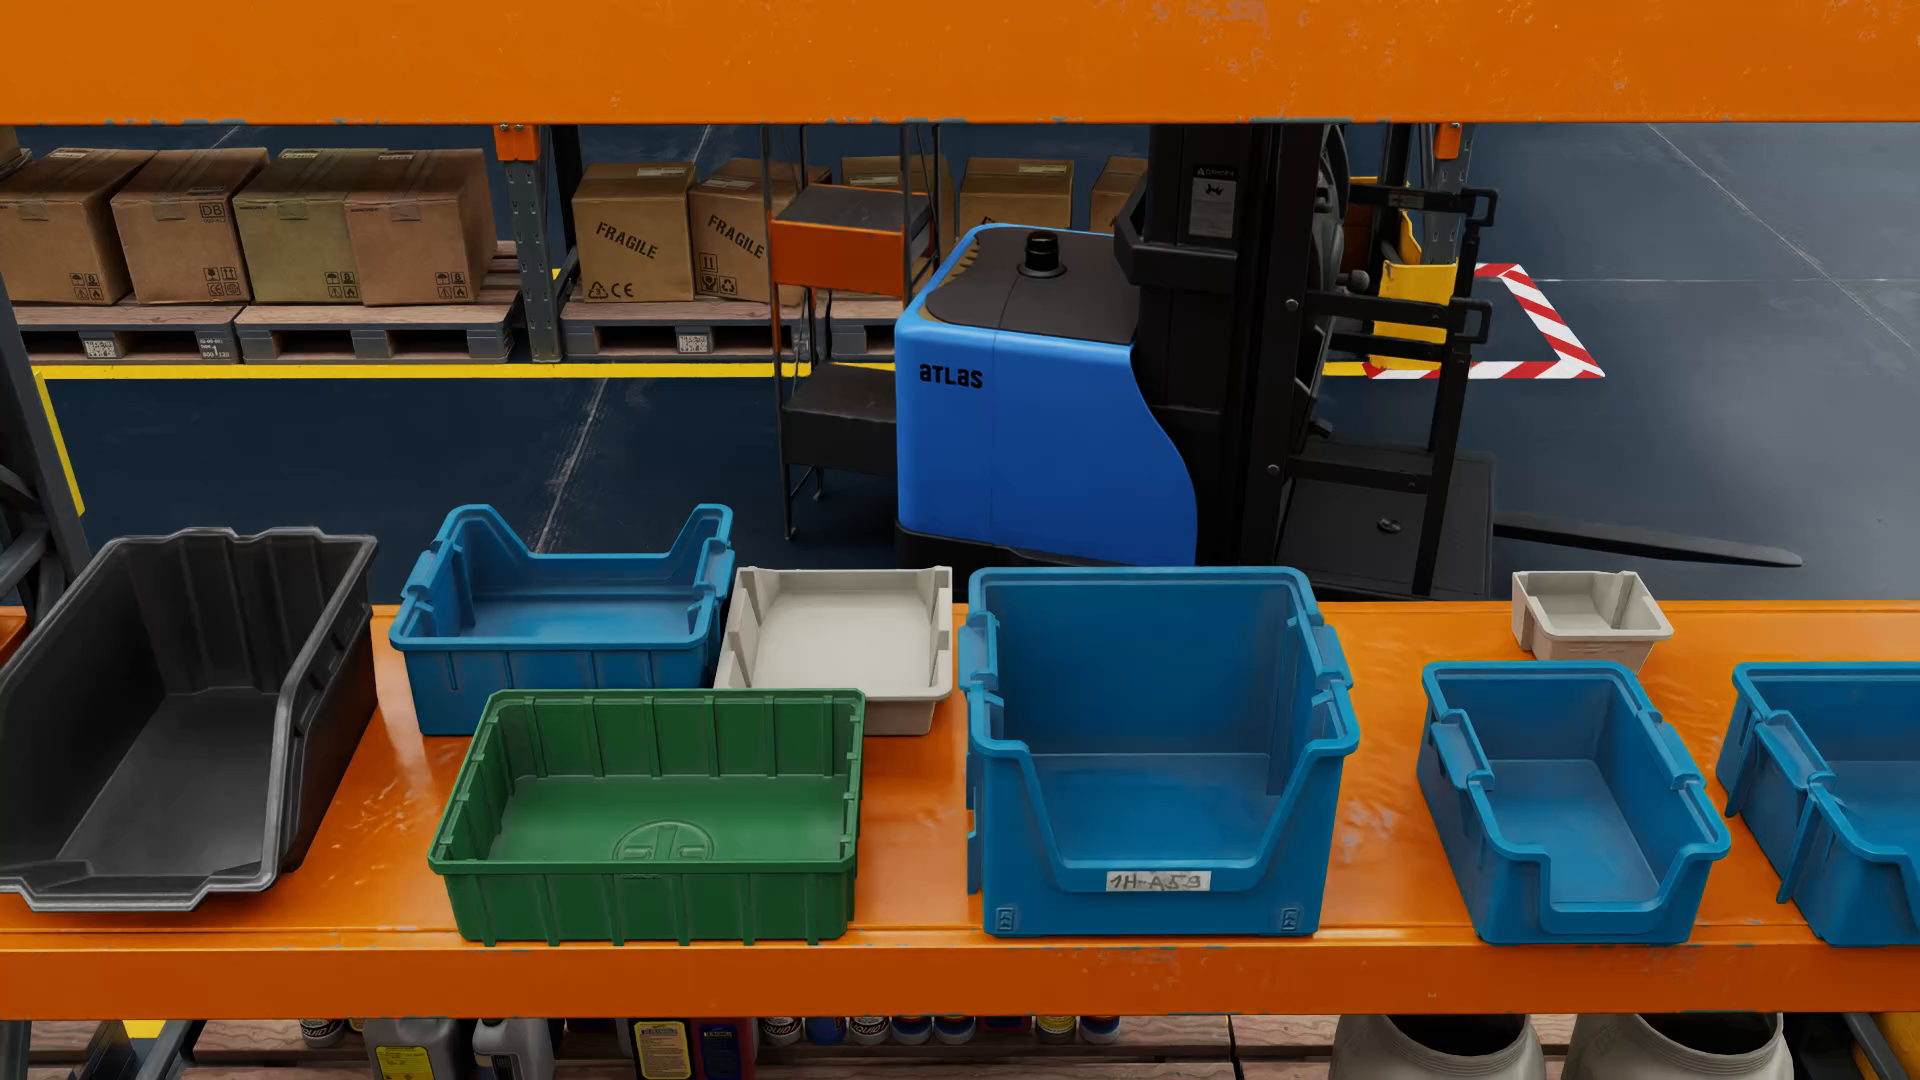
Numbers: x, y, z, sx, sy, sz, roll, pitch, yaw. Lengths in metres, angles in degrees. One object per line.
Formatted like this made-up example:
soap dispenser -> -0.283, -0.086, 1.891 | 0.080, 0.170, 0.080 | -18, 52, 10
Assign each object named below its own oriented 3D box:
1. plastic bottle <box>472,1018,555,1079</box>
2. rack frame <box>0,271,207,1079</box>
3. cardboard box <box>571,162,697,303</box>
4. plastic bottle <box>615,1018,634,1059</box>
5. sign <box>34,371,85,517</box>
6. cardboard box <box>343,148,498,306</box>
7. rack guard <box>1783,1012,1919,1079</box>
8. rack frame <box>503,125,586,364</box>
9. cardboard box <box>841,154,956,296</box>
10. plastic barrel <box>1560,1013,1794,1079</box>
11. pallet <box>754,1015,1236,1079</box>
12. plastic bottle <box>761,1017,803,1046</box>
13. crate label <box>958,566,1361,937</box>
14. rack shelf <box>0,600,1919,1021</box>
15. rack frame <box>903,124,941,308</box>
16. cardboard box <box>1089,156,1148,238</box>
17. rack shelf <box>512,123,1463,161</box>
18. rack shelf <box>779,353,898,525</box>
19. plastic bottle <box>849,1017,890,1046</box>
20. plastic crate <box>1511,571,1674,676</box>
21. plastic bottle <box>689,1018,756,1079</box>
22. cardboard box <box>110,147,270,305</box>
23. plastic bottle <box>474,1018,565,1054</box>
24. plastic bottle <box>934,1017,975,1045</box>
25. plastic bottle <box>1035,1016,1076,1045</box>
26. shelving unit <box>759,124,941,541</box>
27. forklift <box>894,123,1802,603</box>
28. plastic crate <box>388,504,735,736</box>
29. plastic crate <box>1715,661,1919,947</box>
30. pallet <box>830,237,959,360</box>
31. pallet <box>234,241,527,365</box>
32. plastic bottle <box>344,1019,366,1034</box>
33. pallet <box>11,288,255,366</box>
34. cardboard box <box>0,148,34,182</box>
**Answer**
plastic bottle -> -0.996, 1.129, 3.700 | 0.135, 0.276, 0.152 | 0, 31, 0
rack frame -> -1.856, 0.228, 2.983 | 0.127, 3.000, 1.000 | 0, 31, 0
cardboard box -> -1.486, -1.433, 7.725 | 0.500, 0.500, 0.500 | -1, 31, -2
plastic bottle -> -0.699, 1.019, 3.808 | 0.185, 0.351, 0.144 | 0, 31, -1
sign -> -1.848, -0.176, 3.382 | 0.005, 0.325, 0.100 | 0, 31, 0
cardboard box -> -2.500, -1.470, 7.767 | 0.500, 0.500, 0.700 | -2, 31, -4
rack guard -> 2.068, 1.308, 3.611 | 0.348, 0.500, 1.175 | 0, 31, 0
rack frame -> -1.886, -2.341, 7.217 | 0.127, 3.000, 1.000 | 0, 31, 0
cardboard box -> -0.292, -1.481, 7.805 | 0.500, 0.500, 0.500 | -3, 31, -5
plastic barrel -> 1.486, 1.141, 3.471 | 0.421, 0.512, 0.421 | 0, 31, 0
pallet -> 0.039, 1.434, 3.683 | 1.213, 0.211, 1.003 | 0, 31, 0
plastic bottle -> -0.418, 1.070, 3.869 | 0.097, 0.201, 0.097 | 0, 31, 0
crate label -> 0.305, 0.346, 2.754 | 0.616, 0.435, 0.502 | 0, 31, 0
rack shelf -> 0.144, 0.529, 3.180 | 4.000, 0.370, 1.077 | 0, 31, 0
rack frame -> -0.126, -0.927, 5.754 | 0.015, 2.100, 0.400 | 8, 32, 13
cardboard box -> 0.892, -1.452, 7.756 | 0.500, 0.500, 0.500 | 8, 32, 13
rack shelf -> 0.114, -2.040, 7.414 | 4.000, 0.370, 1.077 | 0, 31, 0
rack shelf -> -0.362, -0.350, 6.178 | 0.480, 0.518, 0.431 | 8, 32, 13
plastic bottle -> -0.213, 1.069, 3.870 | 0.097, 0.201, 0.097 | 0, 31, 0
plastic crate -> 1.247, 0.164, 3.342 | 0.250, 0.136, 0.298 | 0, 31, 0
plastic bottle -> -0.535, 1.105, 3.732 | 0.133, 0.283, 0.061 | 0, 31, 0
cardboard box -> -3.536, -1.476, 7.777 | 0.500, 0.500, 0.700 | -3, 31, -5
plastic bottle -> -1.022, 1.020, 3.807 | 0.185, 0.351, 0.144 | -2, 31, -3
plastic bottle -> -0.014, 1.039, 3.853 | 0.097, 0.271, 0.097 | 0, 31, 0
plastic bottle -> 0.226, 1.068, 3.872 | 0.097, 0.201, 0.097 | 0, 31, 0
shelving unit -> -0.362, -0.960, 5.808 | 0.503, 2.100, 0.431 | 8, 32, 13
forklift -> 1.348, -1.061, 5.174 | 3.031, 2.935, 1.130 | 9, 32, 14
plastic crate -> -0.751, 0.147, 3.259 | 0.616, 0.251, 0.499 | 0, 31, 0
plastic crate -> 1.645, 0.436, 2.784 | 0.616, 0.251, 0.499 | 0, 31, 0
pallet -> 0.009, -1.175, 7.983 | 1.213, 0.211, 1.003 | 0, 31, 0
pallet -> -2.664, -1.146, 7.935 | 1.213, 0.211, 1.003 | 0, 31, 0
plastic bottle -> -1.377, 1.028, 3.858 | 0.133, 0.283, 0.061 | 1, 31, 2
pallet -> -3.887, -1.141, 7.927 | 1.213, 0.211, 1.003 | 0, 31, 0
cardboard box -> -4.661, -1.469, 7.765 | 0.500, 0.500, 0.700 | -3, 31, -4
